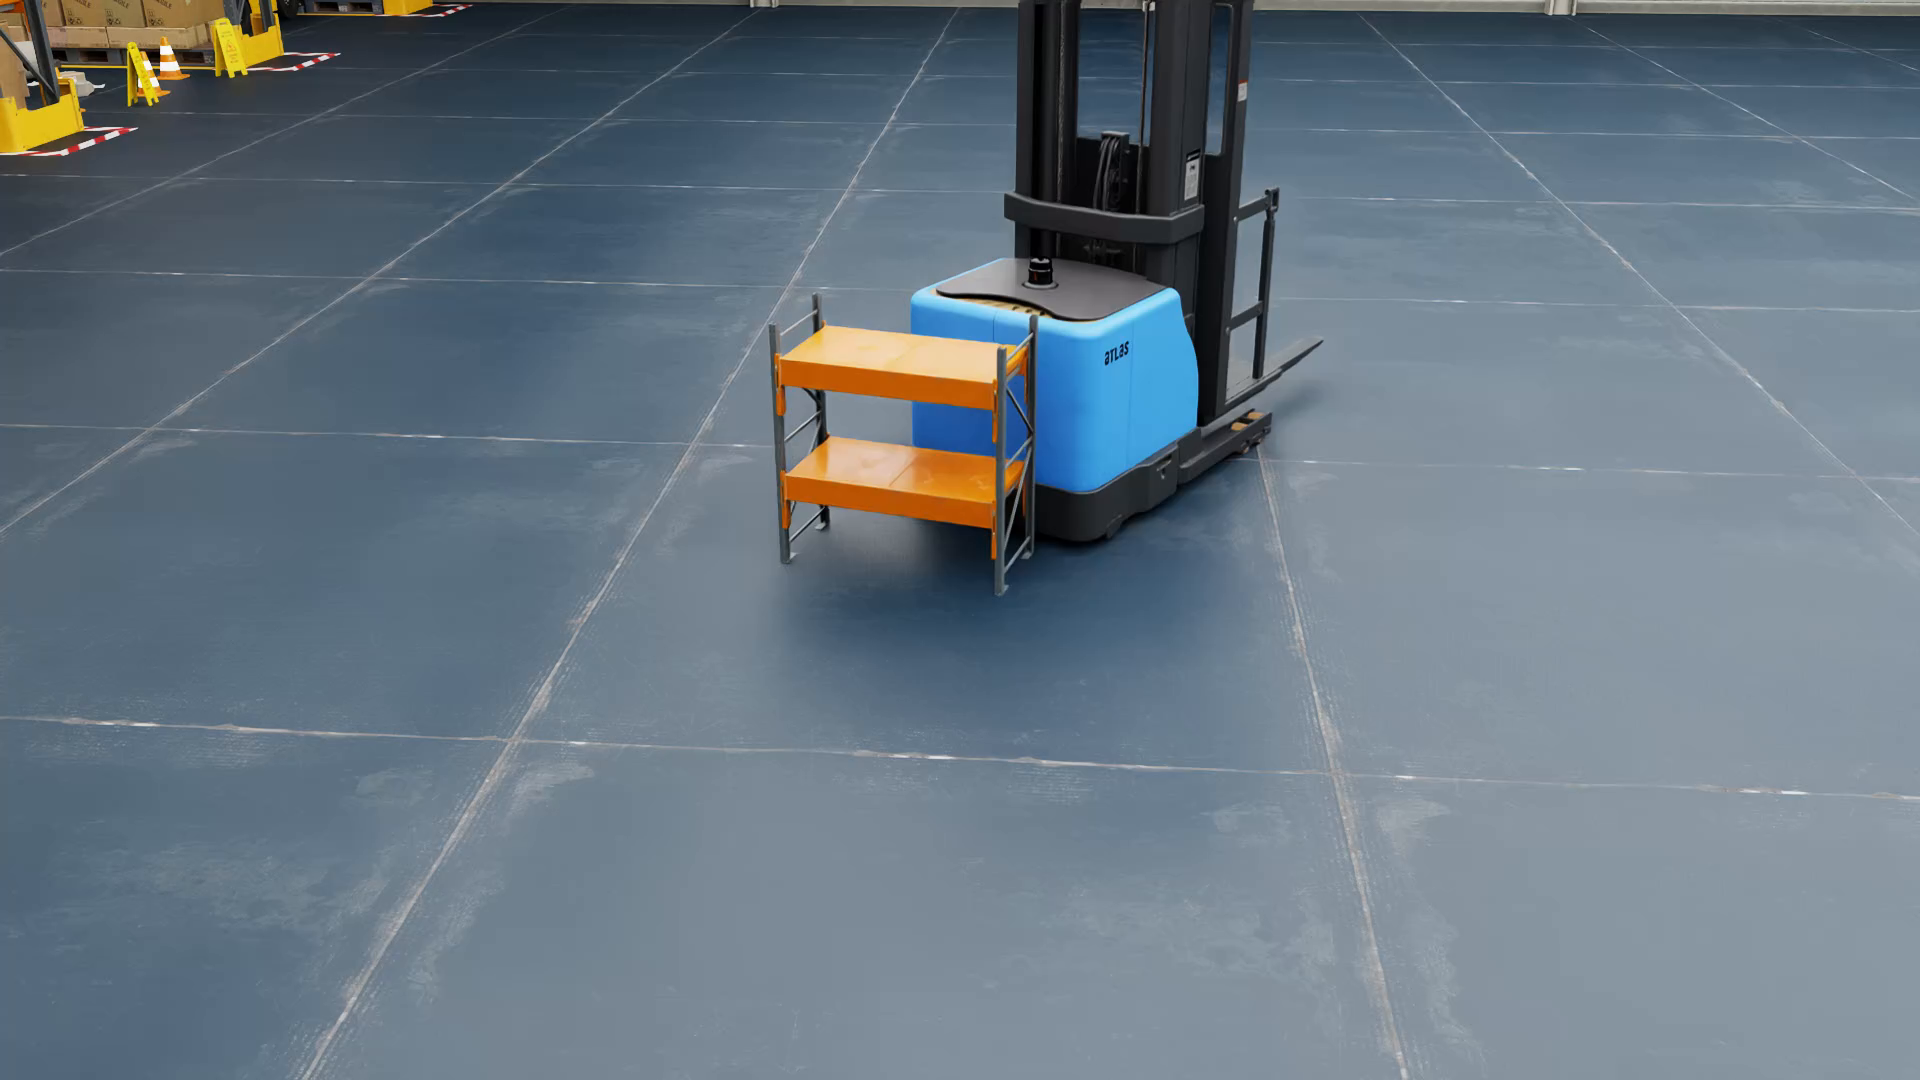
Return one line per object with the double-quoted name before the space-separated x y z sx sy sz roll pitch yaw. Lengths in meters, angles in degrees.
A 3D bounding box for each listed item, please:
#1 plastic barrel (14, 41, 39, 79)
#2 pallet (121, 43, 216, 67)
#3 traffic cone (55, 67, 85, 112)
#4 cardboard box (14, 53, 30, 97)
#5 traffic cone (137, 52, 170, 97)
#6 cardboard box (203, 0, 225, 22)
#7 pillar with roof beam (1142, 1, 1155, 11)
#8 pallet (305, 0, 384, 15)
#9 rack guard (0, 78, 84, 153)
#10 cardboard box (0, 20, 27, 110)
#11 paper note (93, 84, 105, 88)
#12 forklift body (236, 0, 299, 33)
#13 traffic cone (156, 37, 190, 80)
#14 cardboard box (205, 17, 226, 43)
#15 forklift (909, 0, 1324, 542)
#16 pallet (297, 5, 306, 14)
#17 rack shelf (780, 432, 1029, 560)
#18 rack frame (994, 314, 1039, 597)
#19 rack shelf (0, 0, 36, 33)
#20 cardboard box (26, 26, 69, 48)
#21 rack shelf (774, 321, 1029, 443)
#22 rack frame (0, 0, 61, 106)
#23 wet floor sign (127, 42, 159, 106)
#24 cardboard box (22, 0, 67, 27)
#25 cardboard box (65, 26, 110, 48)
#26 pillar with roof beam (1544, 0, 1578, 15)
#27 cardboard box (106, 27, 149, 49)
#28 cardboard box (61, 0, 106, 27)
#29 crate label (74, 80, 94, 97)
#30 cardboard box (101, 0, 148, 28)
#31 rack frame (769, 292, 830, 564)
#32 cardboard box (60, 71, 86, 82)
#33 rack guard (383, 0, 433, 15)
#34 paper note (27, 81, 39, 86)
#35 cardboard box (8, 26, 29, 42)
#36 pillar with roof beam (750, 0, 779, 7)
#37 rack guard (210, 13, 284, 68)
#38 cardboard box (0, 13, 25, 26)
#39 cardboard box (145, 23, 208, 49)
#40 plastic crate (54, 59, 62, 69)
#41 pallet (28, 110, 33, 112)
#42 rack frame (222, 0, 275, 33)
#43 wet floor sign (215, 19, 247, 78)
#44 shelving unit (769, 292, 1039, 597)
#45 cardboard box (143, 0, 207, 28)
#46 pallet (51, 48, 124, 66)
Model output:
"plastic barrel" -10.925 -5.593 19.398 0.421 0.421 0.512 22 33 39
"pallet" -9.632 -6.104 20.764 1.213 0.211 1.003 2 25 4
"traffic cone" -9.448 -4.718 17.450 0.334 0.463 0.336 2 25 4
"cardboard box" -10.694 -5.195 18.438 0.637 0.503 0.797 -17 30 -32
"traffic cone" -9.023 -5.178 18.450 0.334 0.463 0.336 2 25 4
"cardboard box" -9.556 -6.752 20.725 0.500 0.500 0.500 1 25 2
"pillar with roof beam" 2.637 -10.342 19.460 0.400 9.000 9.100 2 25 4
"pallet" -9.139 -8.137 25.182 1.213 0.211 1.003 2 25 4
"rack guard" -9.004 -4.125 16.117 0.348 0.500 1.175 2 25 4
"cardboard box" -9.709 -4.481 15.940 0.875 0.875 0.875 2 25 4
"paper note" -9.844 -5.180 18.971 0.142 0.019 0.148 -7 26 -14
"forklift body" -10.403 -8.312 23.240 1.214 2.155 2.313 2 25 4
"traffic cone" -9.277 -5.652 19.479 0.334 0.463 0.336 2 25 4
"cardboard box" -9.532 -6.411 20.881 0.500 0.250 0.500 2 25 4
"forklift" 1.009 -1.885 8.340 1.130 2.935 3.031 16 29 31
"pallet" -10.352 -8.177 25.269 1.213 0.211 1.003 2 25 4
"rack shelf" -0.236 -0.211 7.448 1.000 0.278 0.538 8 26 17
"rack frame" 0.245 -0.364 7.195 0.032 1.125 0.500 8 26 17
"rack shelf" -11.022 -4.999 15.886 4.000 0.370 1.077 2 25 4
"cardboard box" -11.108 -6.238 20.505 0.500 0.250 0.500 2 25 3
"rack shelf" -0.236 -0.699 7.223 1.000 0.278 0.538 8 26 17
"rack frame" -9.028 -5.262 15.597 0.127 3.000 1.000 2 25 4
"wet floor sign" -8.847 -5.017 17.880 0.232 0.644 0.267 -2 25 -5
"cardboard box" -11.119 -6.577 20.346 0.500 0.500 0.500 3 25 7
"cardboard box" -10.614 -6.218 20.461 0.500 0.250 0.500 1 25 2
"pillar with roof beam" 8.619 -10.150 19.043 0.400 9.000 9.100 2 25 4
"cardboard box" -10.092 -6.203 20.430 0.500 0.250 0.500 2 25 4
"cardboard box" -10.591 -6.562 20.312 0.500 0.500 0.500 1 25 3
"crate label" -9.811 -5.030 18.517 0.298 0.136 0.250 -11 27 -23
"cardboard box" -10.089 -6.543 20.270 0.500 0.500 0.500 3 25 6
"rack frame" -0.716 -0.502 7.496 0.032 1.125 0.500 8 26 17
"cardboard box" -10.210 -5.233 18.945 0.250 0.149 0.380 16 29 31
"rack guard" -8.349 -8.261 25.104 0.348 0.500 1.175 2 25 4
"paper note" -10.680 -5.264 19.168 0.142 0.019 0.148 11 27 22
"cardboard box" -11.637 -6.254 20.540 0.500 0.250 0.500 3 25 7
"pillar with roof beam" -3.345 -10.534 19.878 0.400 9.000 9.100 2 25 4
"rack guard" -8.825 -6.195 20.615 0.348 0.500 1.175 2 25 4
"cardboard box" -11.635 -6.595 20.383 0.500 0.500 0.500 3 25 6
"cardboard box" -9.600 -6.184 20.388 0.500 0.250 0.500 2 25 4
"plastic crate" -11.235 -5.738 20.124 0.583 0.080 0.402 -7 26 -14
"pallet" -9.831 -3.988 16.164 1.213 0.211 1.003 2 25 4
"rack frame" -8.749 -7.328 20.087 0.127 3.000 1.000 2 25 4
"wet floor sign" -8.642 -5.806 19.597 0.232 0.644 0.267 11 27 22
"shelving unit" -0.236 -0.433 7.345 1.048 1.125 0.538 8 26 17
"cardboard box" -9.568 -6.527 20.237 0.500 0.500 0.500 2 25 4
"pallet" -10.846 -6.145 20.851 1.213 0.211 1.003 2 25 4
